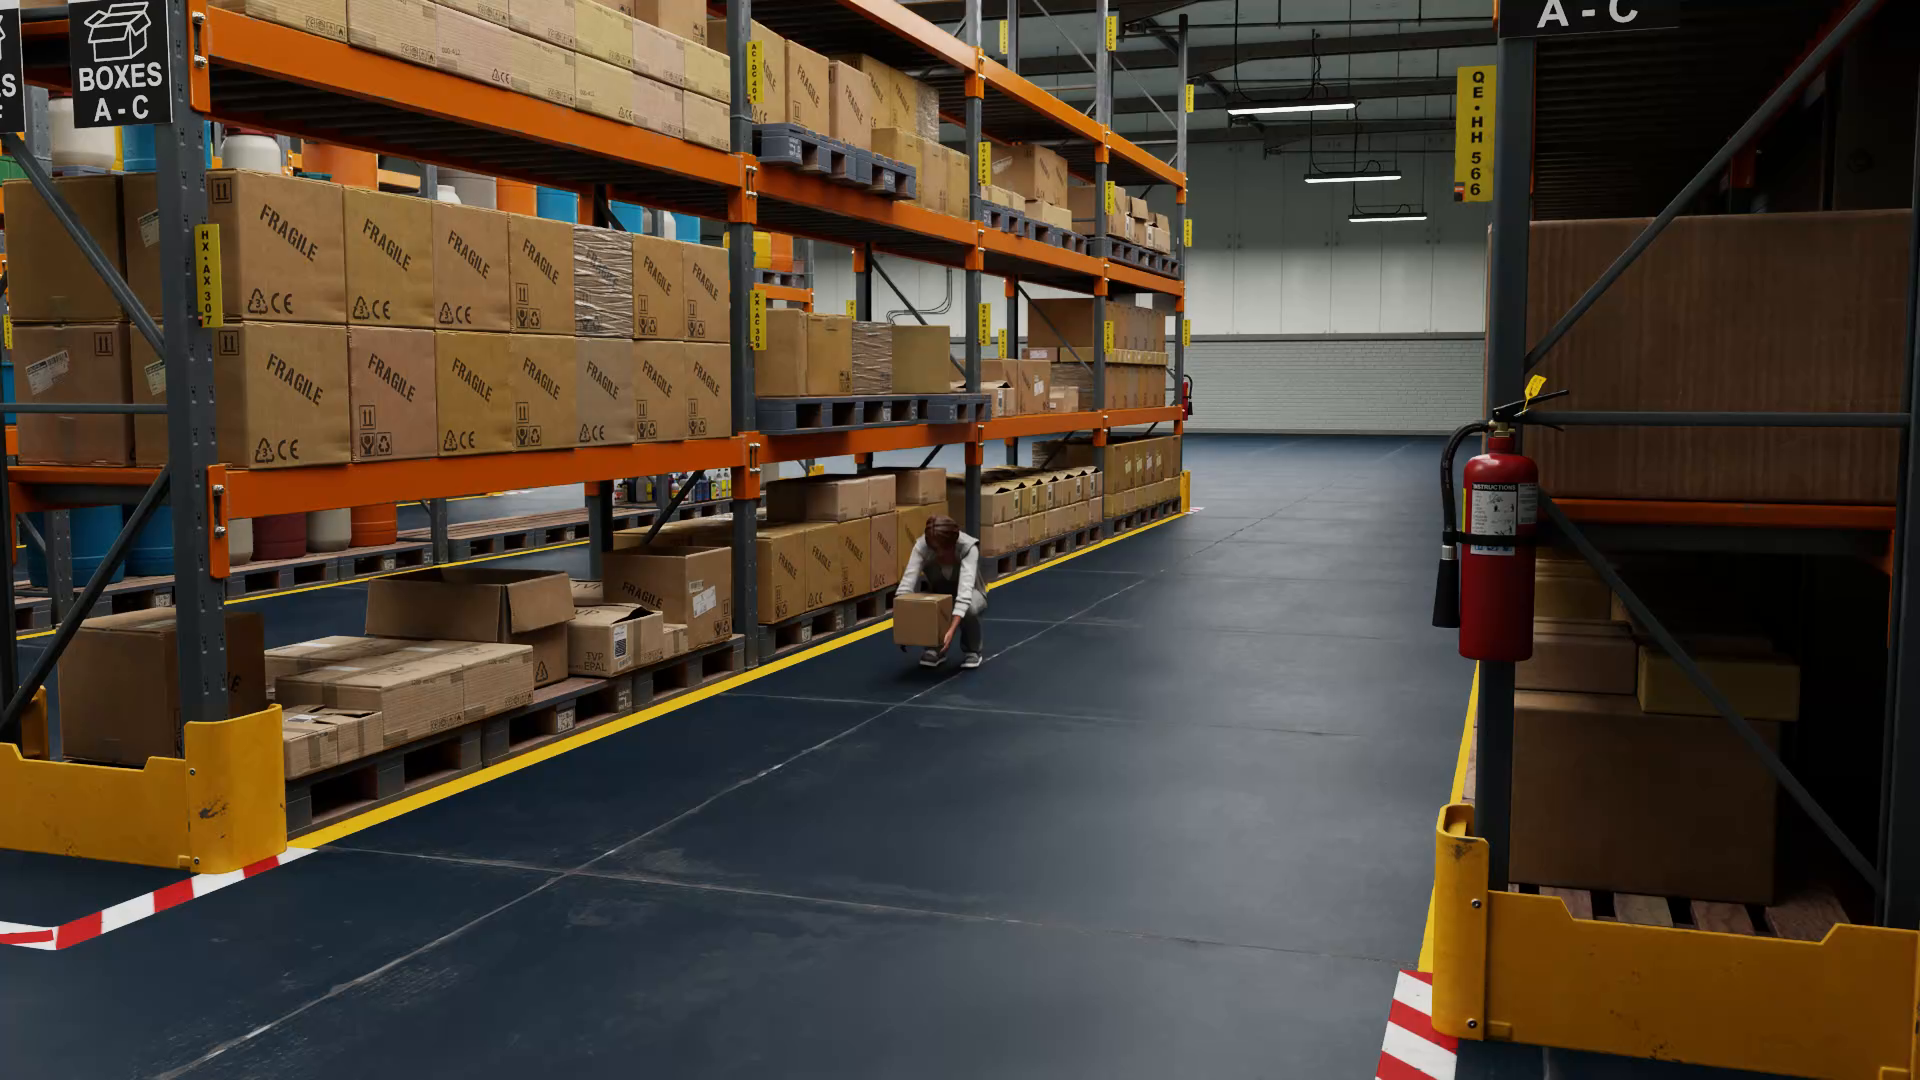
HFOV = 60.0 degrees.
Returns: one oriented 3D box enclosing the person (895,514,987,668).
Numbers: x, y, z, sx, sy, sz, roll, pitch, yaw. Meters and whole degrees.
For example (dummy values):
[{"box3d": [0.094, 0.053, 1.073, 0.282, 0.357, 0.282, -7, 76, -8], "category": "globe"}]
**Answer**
[{"box3d": [-0.084, 0.291, 9.251, 0.443, 0.875, 0.818, 2, 6, 19], "category": "person"}]
